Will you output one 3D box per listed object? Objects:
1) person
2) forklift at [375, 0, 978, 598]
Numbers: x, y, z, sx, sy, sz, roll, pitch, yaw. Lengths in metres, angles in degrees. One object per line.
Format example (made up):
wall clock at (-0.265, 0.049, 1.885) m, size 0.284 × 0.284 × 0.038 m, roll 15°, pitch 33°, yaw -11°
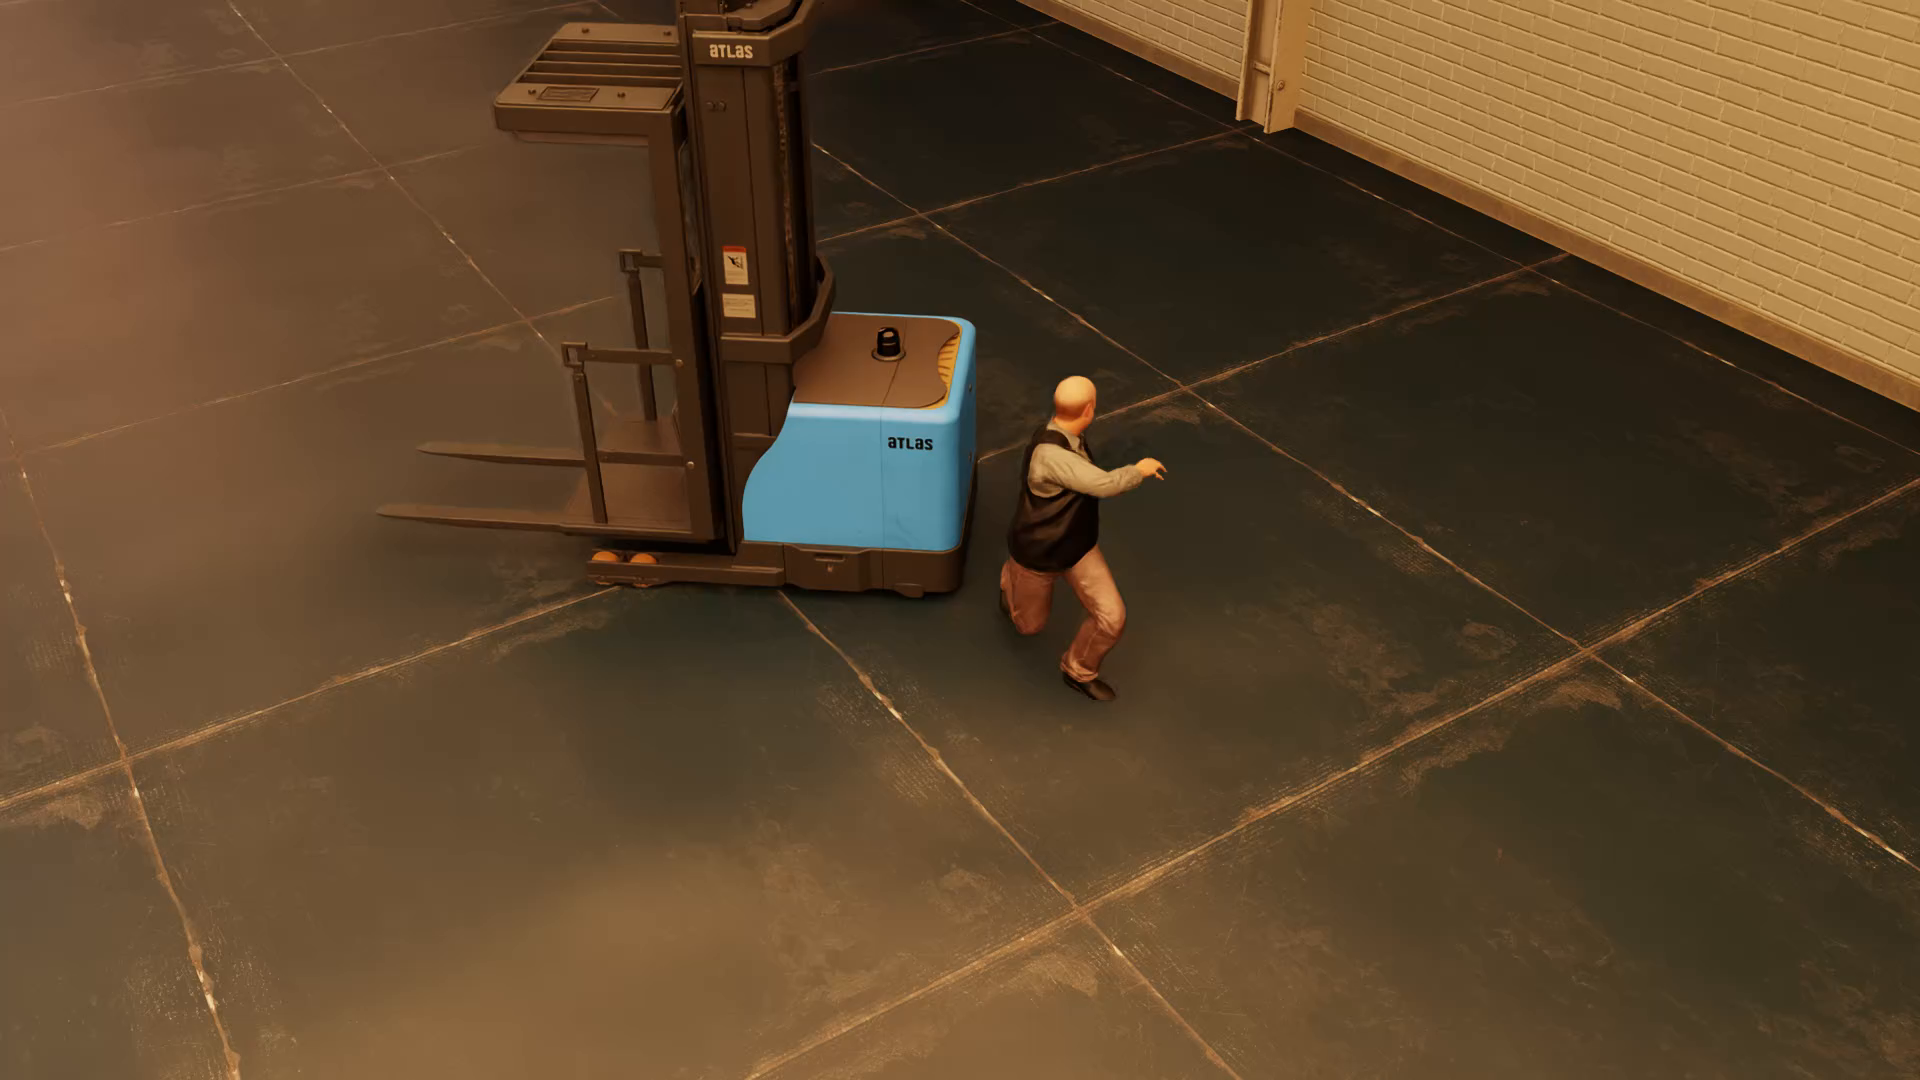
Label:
person at (0.516, -0.071, 7.583) m, size 0.730 × 1.489 × 0.956 m, roll -25°, pitch 42°, yaw -31°
forklift at (-1.456, -1.261, 7.943) m, size 3.031 × 2.935 × 1.130 m, roll 3°, pitch 35°, yaw 5°
